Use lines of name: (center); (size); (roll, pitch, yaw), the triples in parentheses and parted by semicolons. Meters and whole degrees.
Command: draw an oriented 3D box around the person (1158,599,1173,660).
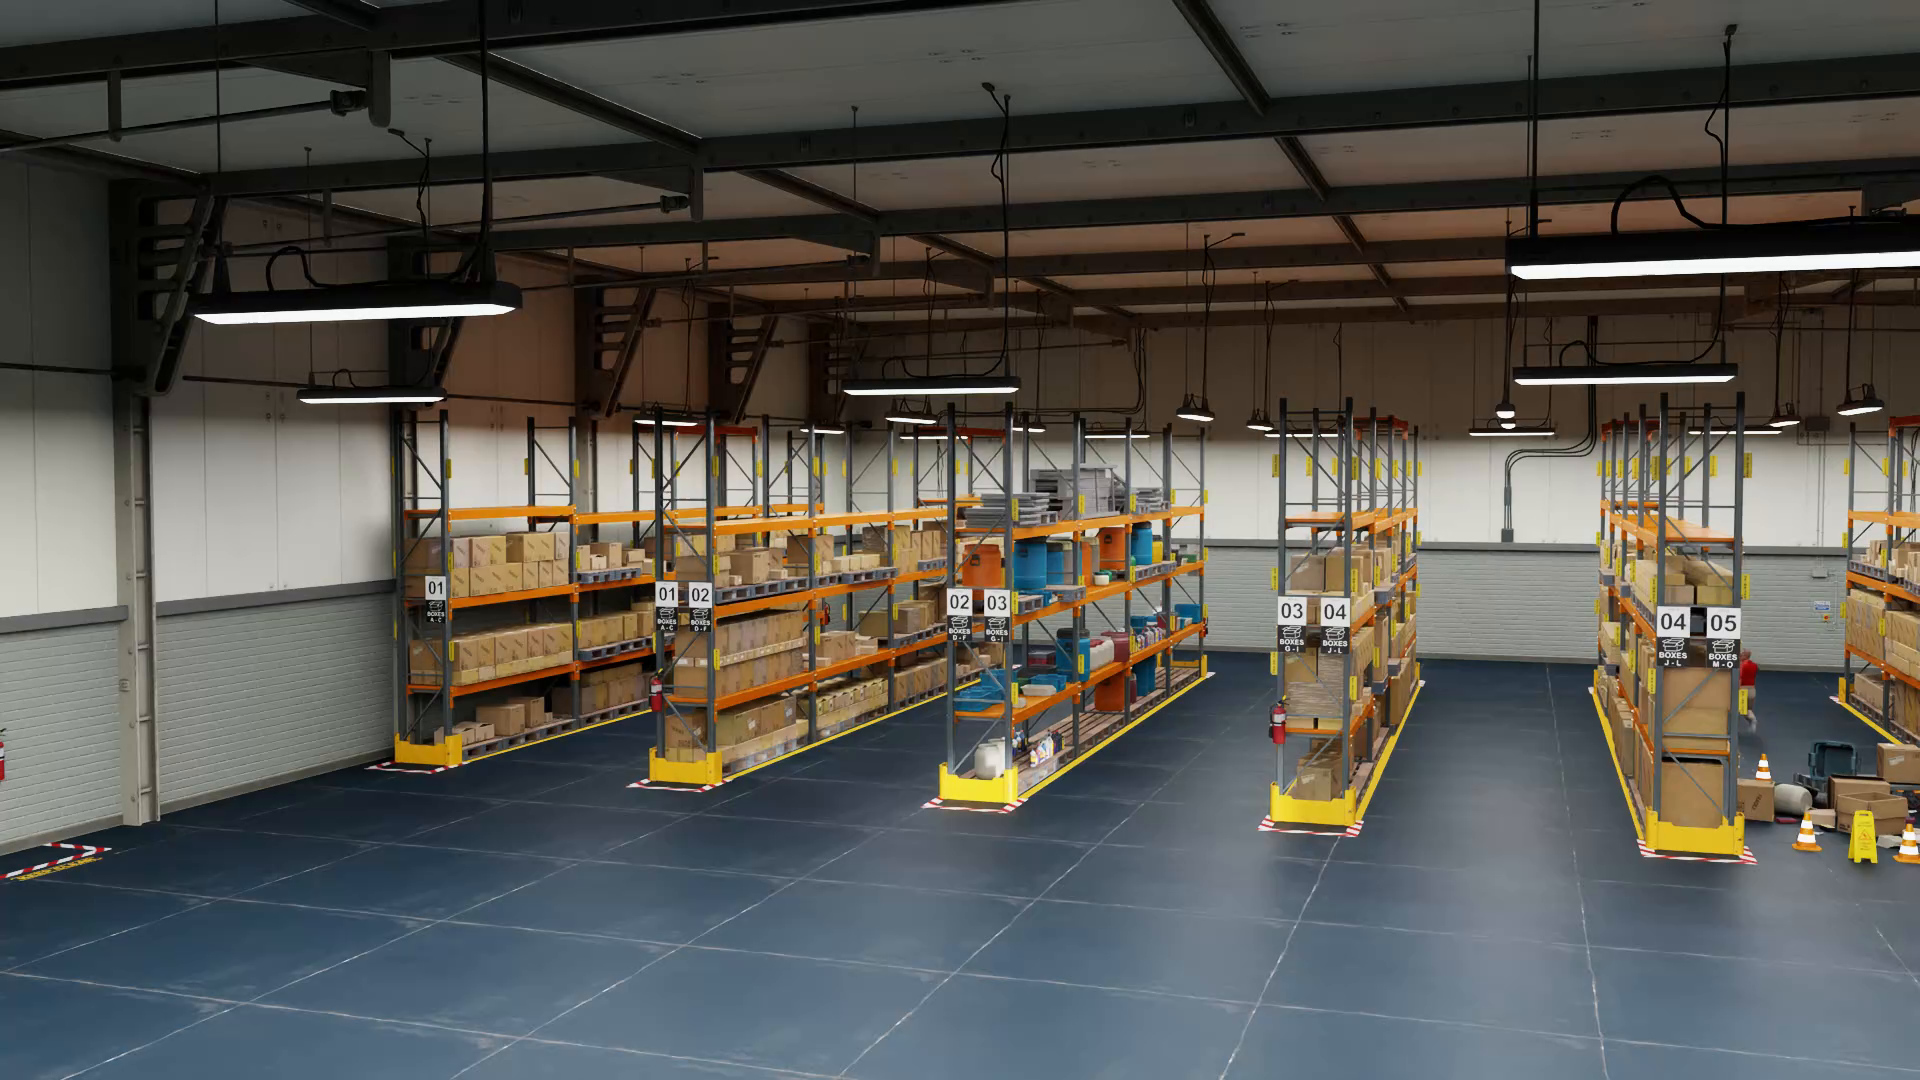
person: (5.328, 2.294, 43.373); (0.477, 1.705, 0.415); (1, 3, 21)

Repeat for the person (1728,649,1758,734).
person: (14.761, 2.856, 31.428); (0.568, 1.610, 0.801); (0, 2, -7)
